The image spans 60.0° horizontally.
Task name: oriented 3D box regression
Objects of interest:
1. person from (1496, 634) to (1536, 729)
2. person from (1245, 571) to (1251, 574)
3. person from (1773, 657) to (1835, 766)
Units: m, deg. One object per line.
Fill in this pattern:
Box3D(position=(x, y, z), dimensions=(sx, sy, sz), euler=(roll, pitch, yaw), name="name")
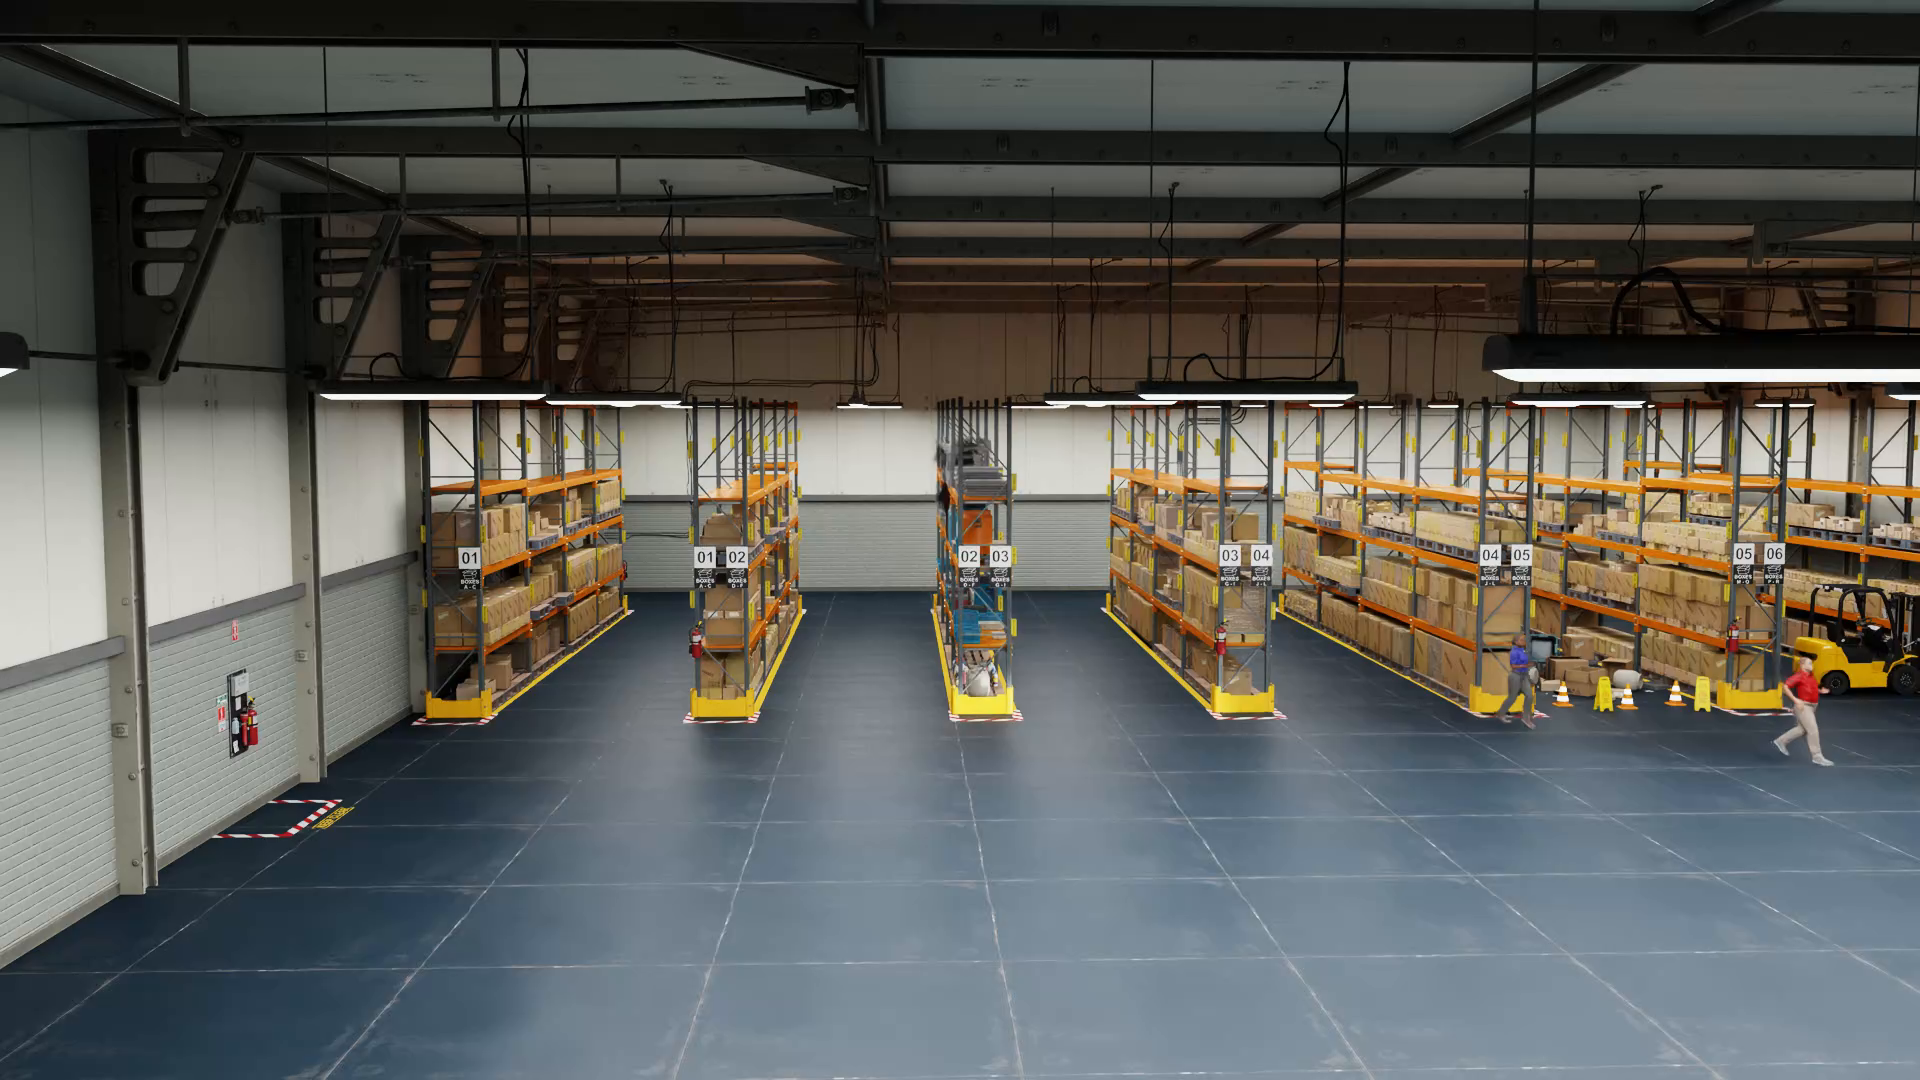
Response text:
Box3D(position=(10.109, 2.568, 30.171), dimensions=(0.560, 1.705, 0.742), euler=(-4, 6, -42), name="person")
Box3D(position=(8.296, 1.134, 48.076), dimensions=(0.741, 1.803, 0.807), euler=(4, 6, 41), name="person")
Box3D(position=(13.740, 2.754, 27.048), dimensions=(0.990, 1.709, 0.665), euler=(4, 6, 44), name="person")
